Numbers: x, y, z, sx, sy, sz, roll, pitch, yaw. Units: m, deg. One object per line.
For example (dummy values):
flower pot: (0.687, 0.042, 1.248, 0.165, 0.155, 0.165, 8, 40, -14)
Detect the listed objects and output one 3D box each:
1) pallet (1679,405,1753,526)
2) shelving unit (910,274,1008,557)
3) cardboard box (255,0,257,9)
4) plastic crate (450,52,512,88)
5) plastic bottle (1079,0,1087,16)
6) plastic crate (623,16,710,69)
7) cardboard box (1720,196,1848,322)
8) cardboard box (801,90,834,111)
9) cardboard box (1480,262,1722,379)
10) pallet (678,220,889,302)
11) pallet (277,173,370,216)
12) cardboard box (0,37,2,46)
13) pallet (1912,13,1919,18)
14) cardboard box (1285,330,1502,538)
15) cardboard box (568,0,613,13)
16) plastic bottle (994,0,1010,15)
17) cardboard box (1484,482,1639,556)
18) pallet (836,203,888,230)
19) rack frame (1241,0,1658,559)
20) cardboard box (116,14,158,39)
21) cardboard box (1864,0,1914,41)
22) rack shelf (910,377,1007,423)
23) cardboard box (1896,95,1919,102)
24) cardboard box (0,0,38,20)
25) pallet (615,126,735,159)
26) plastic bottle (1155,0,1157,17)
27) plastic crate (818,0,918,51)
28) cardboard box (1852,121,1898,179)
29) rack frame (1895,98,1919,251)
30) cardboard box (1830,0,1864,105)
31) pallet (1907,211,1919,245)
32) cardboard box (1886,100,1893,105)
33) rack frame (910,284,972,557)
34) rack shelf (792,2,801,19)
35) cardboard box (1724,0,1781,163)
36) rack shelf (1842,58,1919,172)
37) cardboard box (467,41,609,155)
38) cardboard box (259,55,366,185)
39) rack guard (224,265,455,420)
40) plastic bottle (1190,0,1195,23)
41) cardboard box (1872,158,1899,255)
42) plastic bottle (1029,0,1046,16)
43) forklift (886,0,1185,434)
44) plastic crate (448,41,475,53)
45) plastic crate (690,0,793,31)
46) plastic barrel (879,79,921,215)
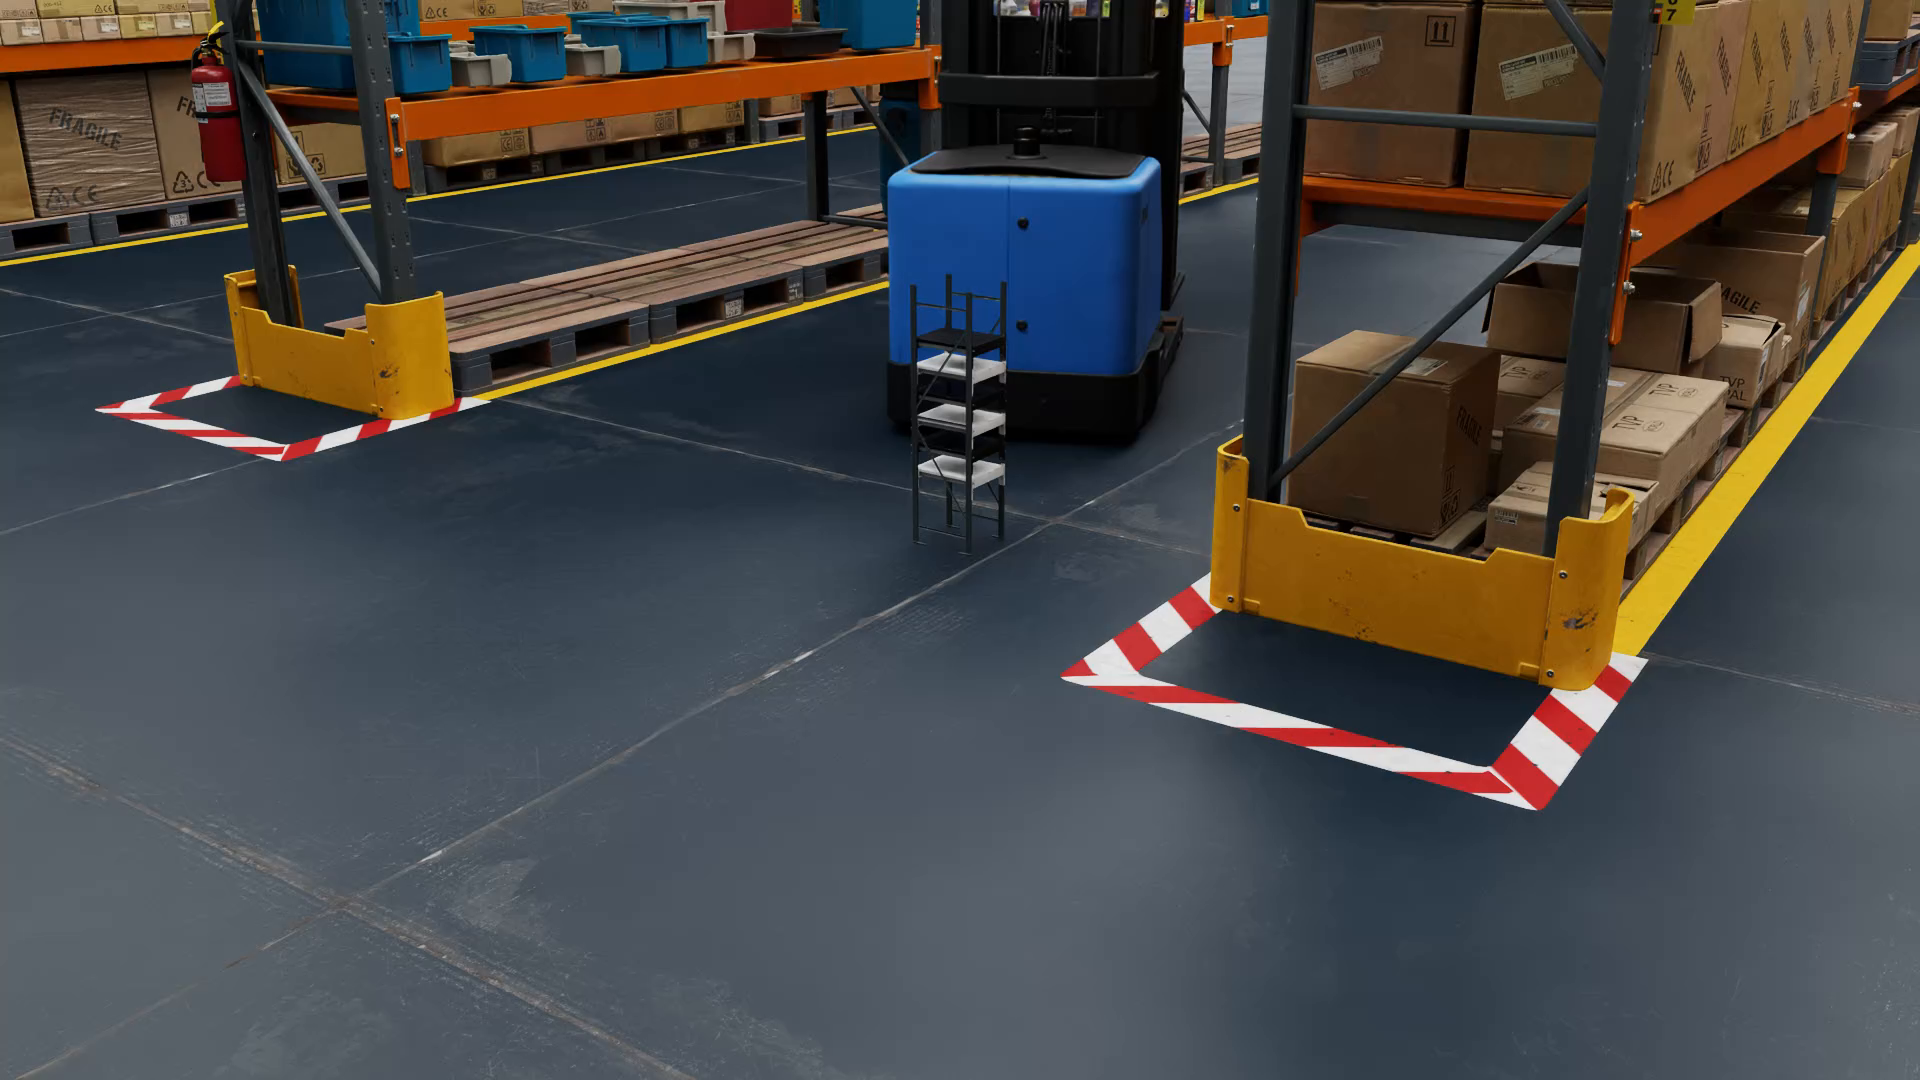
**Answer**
pallet: (2.474, -0.410, 6.569, 1.003, 0.211, 1.213, 13, 24, 32)
shelving unit: (-0.005, -0.420, 5.603, 0.258, 0.900, 0.210, 13, 24, 32)
cardboard box: (-4.965, -3.941, 11.884, 0.500, 0.250, 0.500, 14, 25, 33)
plastic crate: (-2.138, -2.072, 7.338, 0.250, 0.136, 0.298, 13, 24, 32)
plastic bottle: (0.820, -3.619, 11.411, 0.097, 0.271, 0.097, 0, 20, 0)
plastic crate: (-1.478, -2.506, 8.370, 0.416, 0.233, 0.300, 13, 24, 32)
cardboard box: (4.019, -1.391, 8.171, 0.500, 0.500, 0.500, 12, 23, 29)
cardboard box: (-1.735, -4.738, 17.220, 0.700, 0.500, 0.500, 11, 23, 27)
cardboard box: (2.494, -0.761, 6.464, 0.797, 0.503, 0.637, 13, 24, 32)
pallet: (-0.930, -1.707, 10.075, 1.003, 0.211, 1.213, 13, 24, 32)
pallet: (-5.137, -2.688, 12.728, 1.003, 0.211, 1.213, 13, 24, 32)
cardboard box: (-6.135, -3.118, 10.234, 0.380, 0.149, 0.250, 13, 24, 31)
pallet: (5.471, -3.116, 10.141, 1.213, 0.211, 1.003, 13, 24, 32)
cardboard box: (1.399, -0.356, 5.374, 0.500, 0.500, 0.500, 13, 24, 32)
cardboard box: (-3.330, -4.766, 14.183, 0.500, 0.500, 0.500, 14, 24, 33)
plastic bottle: (0.232, -3.338, 10.645, 0.152, 0.276, 0.135, 13, 24, 32)
cardboard box: (1.817, -0.041, 5.026, 0.380, 0.149, 0.250, 13, 24, 32)
pallet: (-0.081, -2.139, 11.242, 1.003, 0.211, 1.213, 13, 24, 32)
rack frame: (1.297, -1.118, 4.465, 1.000, 3.000, 0.127, 13, 24, 32)
cardboard box: (-5.558, -3.413, 11.029, 0.380, 0.149, 0.250, 13, 24, 30)
cardboard box: (3.997, -2.602, 7.727, 0.700, 0.500, 0.500, 5, 21, 14)
rack shelf: (-0.005, -0.473, 5.583, 0.258, 0.077, 0.200, 13, 24, 32)
cardboard box: (7.482, -3.266, 12.822, 0.500, 0.311, 0.500, 13, 24, 32)
cardboard box: (-6.114, -3.356, 10.302, 0.500, 0.250, 0.500, 13, 24, 31)
pallet: (-2.902, -3.827, 15.808, 1.003, 0.211, 1.213, 13, 24, 32)
plastic bottle: (1.397, -3.914, 12.207, 0.097, 0.271, 0.097, 0, 20, 0)
plastic crate: (-0.529, -3.053, 9.632, 0.392, 0.384, 0.575, 13, 24, 32)
cardboard box: (4.863, -2.174, 9.206, 0.500, 0.250, 0.500, 13, 24, 31)
rack frame: (5.794, -3.414, 10.670, 1.000, 3.000, 0.127, 13, 24, 32)
cardboard box: (3.477, -2.119, 7.027, 0.500, 0.500, 0.500, 14, 24, 33)
pallet: (6.289, -2.334, 11.772, 1.003, 0.211, 1.213, 13, 24, 32)
cardboard box: (7.029, -3.370, 13.103, 0.500, 0.311, 0.500, 12, 24, 30)
rack frame: (-0.062, -0.391, 5.524, 0.240, 0.900, 0.006, 13, 24, 32)
rack shelf: (-1.272, -5.583, 17.572, 1.077, 0.370, 4.000, 13, 24, 32)
cardboard box: (2.335, -1.534, 5.443, 0.500, 0.500, 0.500, 13, 24, 32)
rack shelf: (4.670, -2.502, 9.243, 1.077, 0.370, 4.000, 13, 24, 32)
cardboard box: (-3.800, -3.844, 14.289, 1.225, 0.875, 0.875, 12, 24, 30)
cardboard box: (-5.082, -3.226, 12.619, 0.875, 0.875, 0.875, 13, 24, 32)
rack guard: (-2.800, -0.904, 7.487, 1.175, 0.500, 0.348, 13, 24, 32)
plastic bottle: (1.745, -4.059, 12.700, 0.097, 0.201, 0.097, 0, 20, 0)
cardboard box: (5.171, -1.985, 9.777, 0.500, 0.500, 0.500, 12, 24, 30)
plastic bottle: (0.509, -3.455, 10.950, 0.061, 0.283, 0.133, 13, 24, 32)
forklift: (0.509, -2.280, 7.705, 1.130, 2.935, 3.031, 4, 21, 11)
plastic crate: (-2.314, -2.340, 8.060, 0.396, 0.136, 0.243, 13, 24, 32)
plastic crate: (-1.258, -3.084, 9.600, 0.402, 0.464, 0.583, 13, 24, 32)
plastic barrel: (-0.229, -2.599, 10.886, 0.600, 0.901, 0.708, 13, 24, 32)
